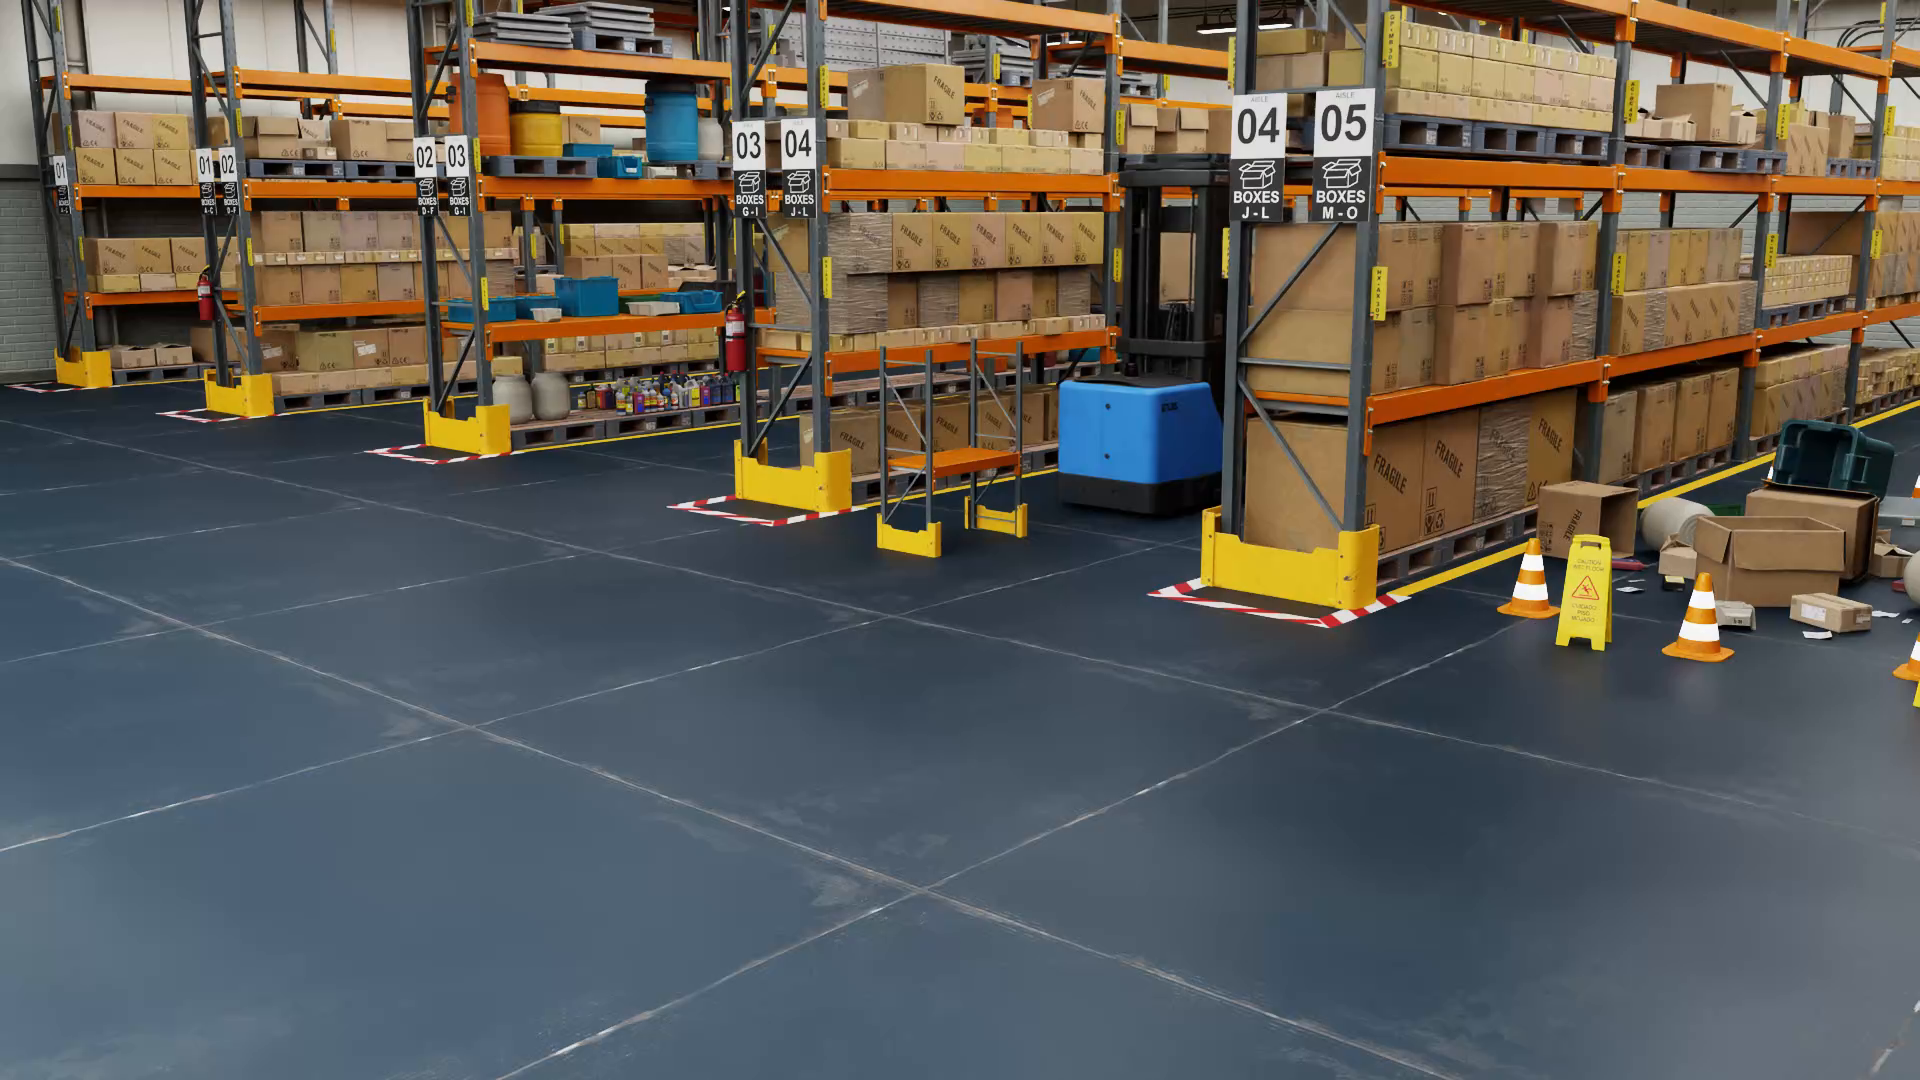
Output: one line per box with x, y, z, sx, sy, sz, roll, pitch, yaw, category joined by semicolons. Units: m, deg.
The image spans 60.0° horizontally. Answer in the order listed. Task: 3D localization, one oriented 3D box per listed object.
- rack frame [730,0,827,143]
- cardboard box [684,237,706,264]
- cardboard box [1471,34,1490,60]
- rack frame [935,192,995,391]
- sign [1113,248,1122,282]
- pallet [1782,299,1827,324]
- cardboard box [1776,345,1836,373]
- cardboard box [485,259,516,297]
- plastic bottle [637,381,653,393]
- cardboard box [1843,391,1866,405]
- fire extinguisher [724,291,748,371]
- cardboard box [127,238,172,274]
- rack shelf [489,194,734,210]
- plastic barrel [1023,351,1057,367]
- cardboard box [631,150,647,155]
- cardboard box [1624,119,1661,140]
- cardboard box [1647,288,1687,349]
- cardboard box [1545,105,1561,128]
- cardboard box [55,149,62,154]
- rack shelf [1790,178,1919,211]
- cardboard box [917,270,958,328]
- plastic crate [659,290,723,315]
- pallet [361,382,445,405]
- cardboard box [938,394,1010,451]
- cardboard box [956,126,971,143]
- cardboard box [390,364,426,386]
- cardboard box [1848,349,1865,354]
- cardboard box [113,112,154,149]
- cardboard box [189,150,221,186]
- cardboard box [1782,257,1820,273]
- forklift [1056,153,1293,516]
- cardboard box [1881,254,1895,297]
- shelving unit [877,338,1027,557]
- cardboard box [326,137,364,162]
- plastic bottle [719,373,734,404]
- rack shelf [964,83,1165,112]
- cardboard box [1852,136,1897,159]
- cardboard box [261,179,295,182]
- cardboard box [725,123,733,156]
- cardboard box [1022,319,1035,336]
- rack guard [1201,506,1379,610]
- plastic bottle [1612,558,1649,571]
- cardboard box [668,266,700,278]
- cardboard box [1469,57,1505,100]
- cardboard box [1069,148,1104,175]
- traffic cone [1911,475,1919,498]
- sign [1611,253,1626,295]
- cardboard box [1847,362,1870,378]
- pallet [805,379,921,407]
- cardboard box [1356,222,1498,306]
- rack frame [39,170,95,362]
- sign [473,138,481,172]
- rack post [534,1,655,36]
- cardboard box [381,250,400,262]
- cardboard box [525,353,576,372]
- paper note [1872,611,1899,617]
-1.492;-4.726;13.397;1.000;3.000;0.127;10;15;40;rack frame
-5.178;-5.499;31.517;0.500;0.500;0.500;10;15;41;cardboard box
3.298;-3.279;11.089;0.380;0.149;0.250;9;15;39;cardboard box
0.068;-3.601;23.084;1.000;3.000;0.127;10;15;40;rack frame
1.561;-2.728;16.501;0.100;0.325;0.005;10;15;40;sign
8.724;-2.507;18.096;1.003;0.211;1.213;10;15;40;pallet
9.437;-2.025;18.587;0.500;0.250;0.500;11;16;43;cardboard box
-6.579;-3.637;23.006;0.700;0.500;0.500;9;15;39;cardboard box
-3.694;-1.722;19.505;0.152;0.276;0.135;10;15;40;plastic bottle
10.570;-1.713;19.837;0.380;0.149;0.250;9;14;38;cardboard box
-1.914;-1.789;14.206;0.296;0.674;0.183;10;15;40;fire extinguisher
-11.780;-4.112;24.058;0.500;0.500;0.500;10;15;41;cardboard box
-4.970;-5.066;24.596;1.077;0.370;4.000;10;15;40;rack shelf
1.124;-2.865;24.482;0.600;0.588;0.708;10;15;40;plastic barrel
-6.094;-6.936;30.740;0.700;0.500;0.500;10;15;40;cardboard box
5.678;-3.440;13.929;0.250;0.149;0.380;10;15;40;cardboard box
6.022;-1.956;14.588;0.500;0.500;0.500;10;15;40;cardboard box
4.137;-3.075;12.102;0.380;0.149;0.250;10;15;41;cardboard box
-12.569;-5.329;23.770;0.500;0.500;0.500;-11;16;-43;cardboard box
11.409;-4.306;20.789;1.077;0.370;4.000;10;15;40;rack shelf
-0.506;-2.213;15.119;0.875;0.500;0.500;10;15;40;cardboard box
-3.099;-2.742;19.161;0.499;0.251;0.616;10;15;40;plastic crate
-7.652;-1.995;22.158;1.003;0.211;1.213;10;15;40;pallet
0.131;-1.112;15.931;0.500;0.500;0.500;8;14;35;cardboard box
-0.123;-3.617;14.870;0.380;0.149;0.250;10;15;40;cardboard box
-7.418;-2.193;21.983;0.500;0.250;0.500;10;15;40;cardboard box
11.672;-2.425;21.879;0.380;0.149;0.250;9;14;38;cardboard box
-11.849;-5.818;23.664;0.500;0.500;0.500;10;15;40;cardboard box
-11.187;-5.485;24.549;0.500;0.500;0.500;11;16;44;cardboard box
9.109;-2.992;18.082;0.380;0.149;0.250;9;14;38;cardboard box
2.173;-1.859;14.534;1.130;2.935;3.031;10;15;41;forklift
10.926;-3.202;20.071;0.500;0.500;0.500;10;15;40;cardboard box
-0.050;-0.724;12.508;0.587;1.500;1.083;10;15;40;shelving unit
-8.002;-5.052;21.489;0.500;0.311;0.500;-10;15;-41;cardboard box
-2.781;-1.798;19.693;0.144;0.351;0.185;9;15;39;plastic bottle
1.389;-6.289;24.079;1.077;0.370;4.000;10;15;40;rack shelf
10.586;-4.576;19.410;0.500;0.250;0.500;10;15;42;cardboard box
-10.505;-5.644;25.348;0.500;0.500;0.500;8;14;36;cardboard box
-3.357;-6.316;26.209;0.500;0.500;0.500;10;15;40;cardboard box
0.500;-2.044;15.929;0.380;0.149;0.250;10;15;40;cardboard box
2.151;0.102;10.927;1.175;0.500;0.348;10;15;40;rack guard
4.688;0.174;11.686;0.283;0.061;0.133;4;12;21;plastic bottle
-4.386;-4.092;25.768;0.500;0.311;0.500;10;15;40;cardboard box
3.345;-3.113;11.276;0.500;0.250;0.500;10;15;40;cardboard box
1.044;-3.669;16.147;0.500;0.250;0.500;11;15;42;cardboard box
7.800;-0.383;13.445;0.336;0.463;0.334;10;15;40;traffic cone
5.225;-2.108;13.195;0.100;0.325;0.005;10;15;40;sign
10.698;-2.050;20.003;0.380;0.149;0.250;11;16;43;cardboard box
-1.278;-1.946;21.917;1.003;0.211;1.213;10;15;40;pallet
3.207;-1.938;11.617;0.875;0.550;0.550;10;15;40;cardboard box
-12.654;-3.705;23.604;1.000;3.000;0.127;10;15;40;rack frame
-4.802;-3.828;16.537;0.100;0.325;0.005;10;15;40;sign
-3.957;-5.618;18.058;0.937;0.300;0.954;9;15;39;rack post
-7.495;-3.688;21.608;0.380;0.149;0.250;10;15;41;cardboard box
-5.838;-2.539;23.711;0.500;0.250;0.500;9;15;39;cardboard box
5.754;0.457;10.375;0.142;0.019;0.148;-6;13;-28;paper note
